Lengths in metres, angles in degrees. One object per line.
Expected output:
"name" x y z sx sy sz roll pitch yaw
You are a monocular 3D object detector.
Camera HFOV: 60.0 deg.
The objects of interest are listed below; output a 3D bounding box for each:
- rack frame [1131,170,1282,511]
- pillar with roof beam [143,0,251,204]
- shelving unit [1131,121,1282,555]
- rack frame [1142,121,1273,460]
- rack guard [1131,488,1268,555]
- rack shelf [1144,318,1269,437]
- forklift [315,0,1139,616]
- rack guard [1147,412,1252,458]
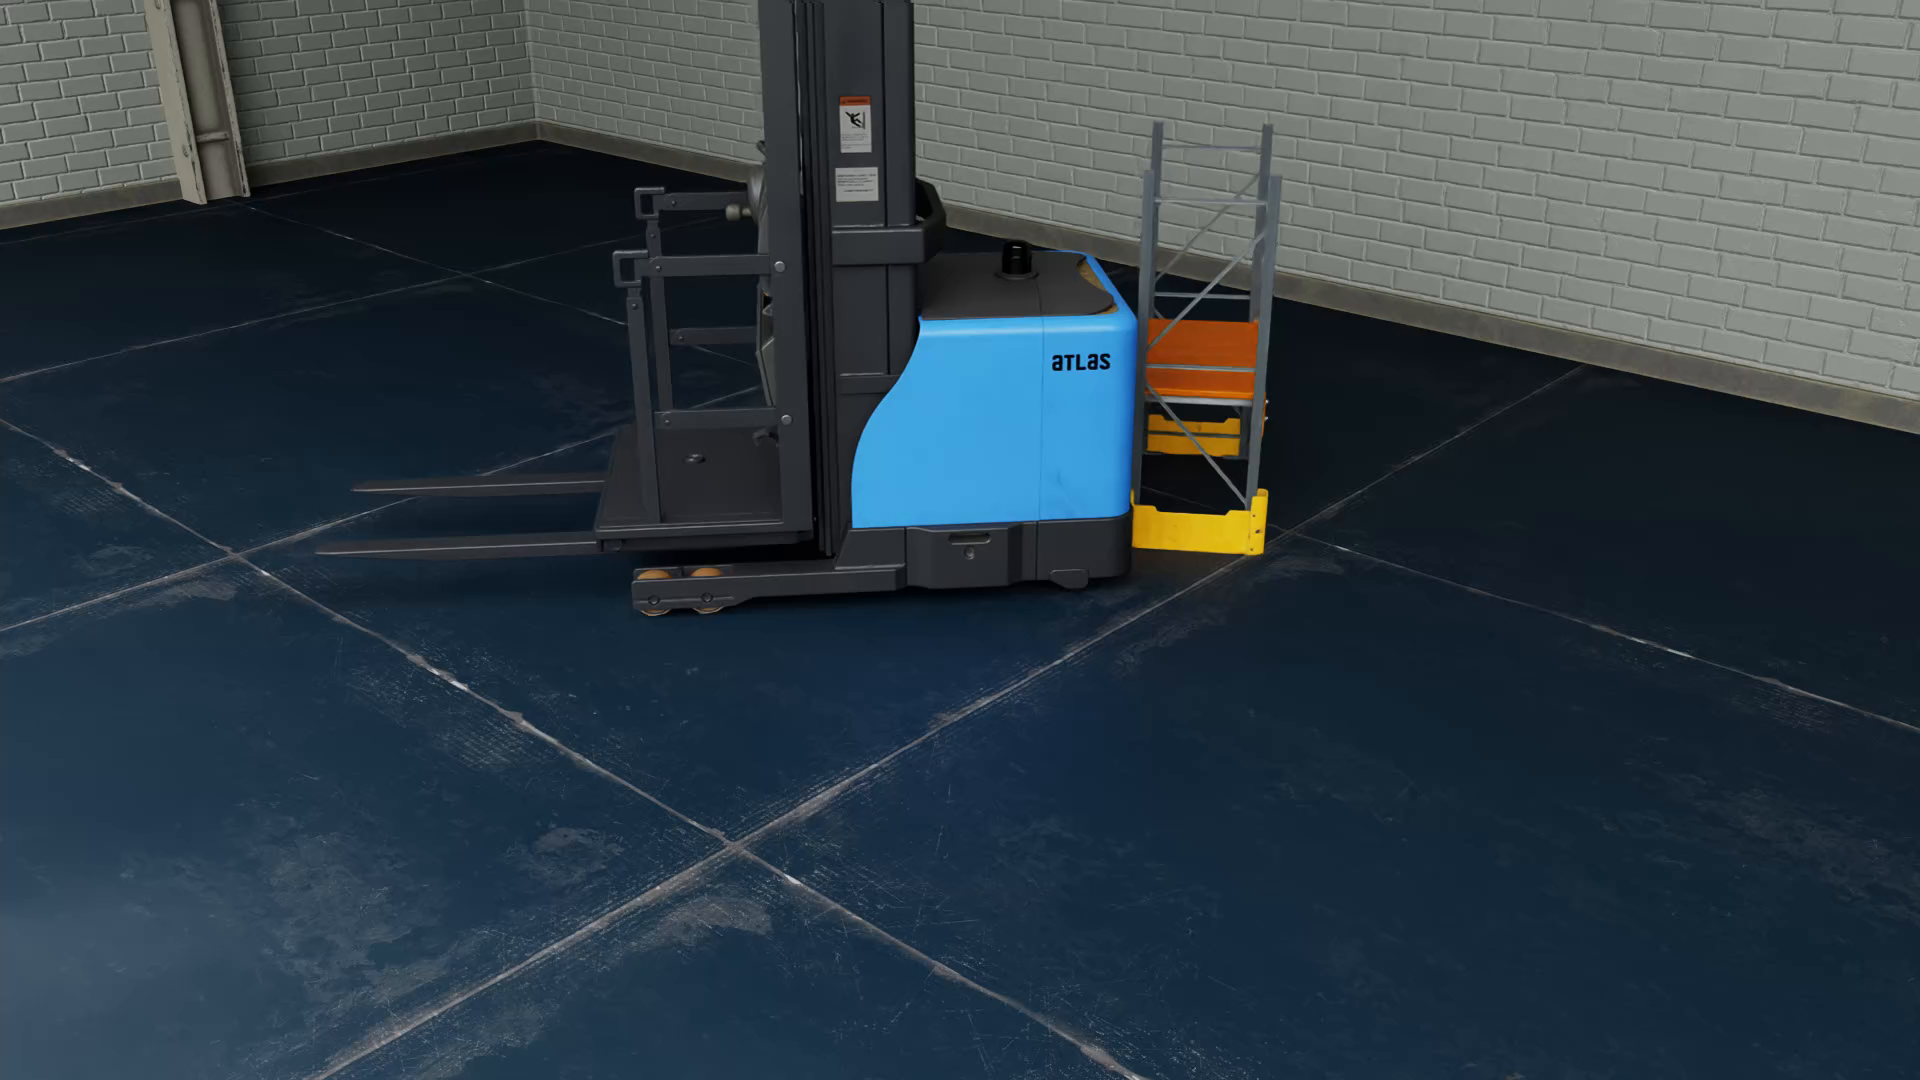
"rack frame" 0.924 -0.658 6.384 0.500 1.500 0.032 3 24 7
"pillar with roof beam" -2.383 -5.508 8.037 9.100 9.000 0.400 20 31 38
"shelving unit" 0.993 -0.860 6.835 0.587 1.500 1.083 3 24 7
"rack frame" 1.064 -1.070 7.303 0.500 1.500 0.032 3 24 7
"rack guard" 0.924 -0.088 6.641 0.587 0.250 0.087 3 24 7
"rack shelf" 0.994 -0.700 6.917 0.538 0.185 1.000 3 24 7
"forklift" -0.897 -1.285 6.034 3.031 2.935 1.130 -2 24 -5
"rack guard" 1.062 -0.492 7.541 0.587 0.250 0.087 3 24 7
